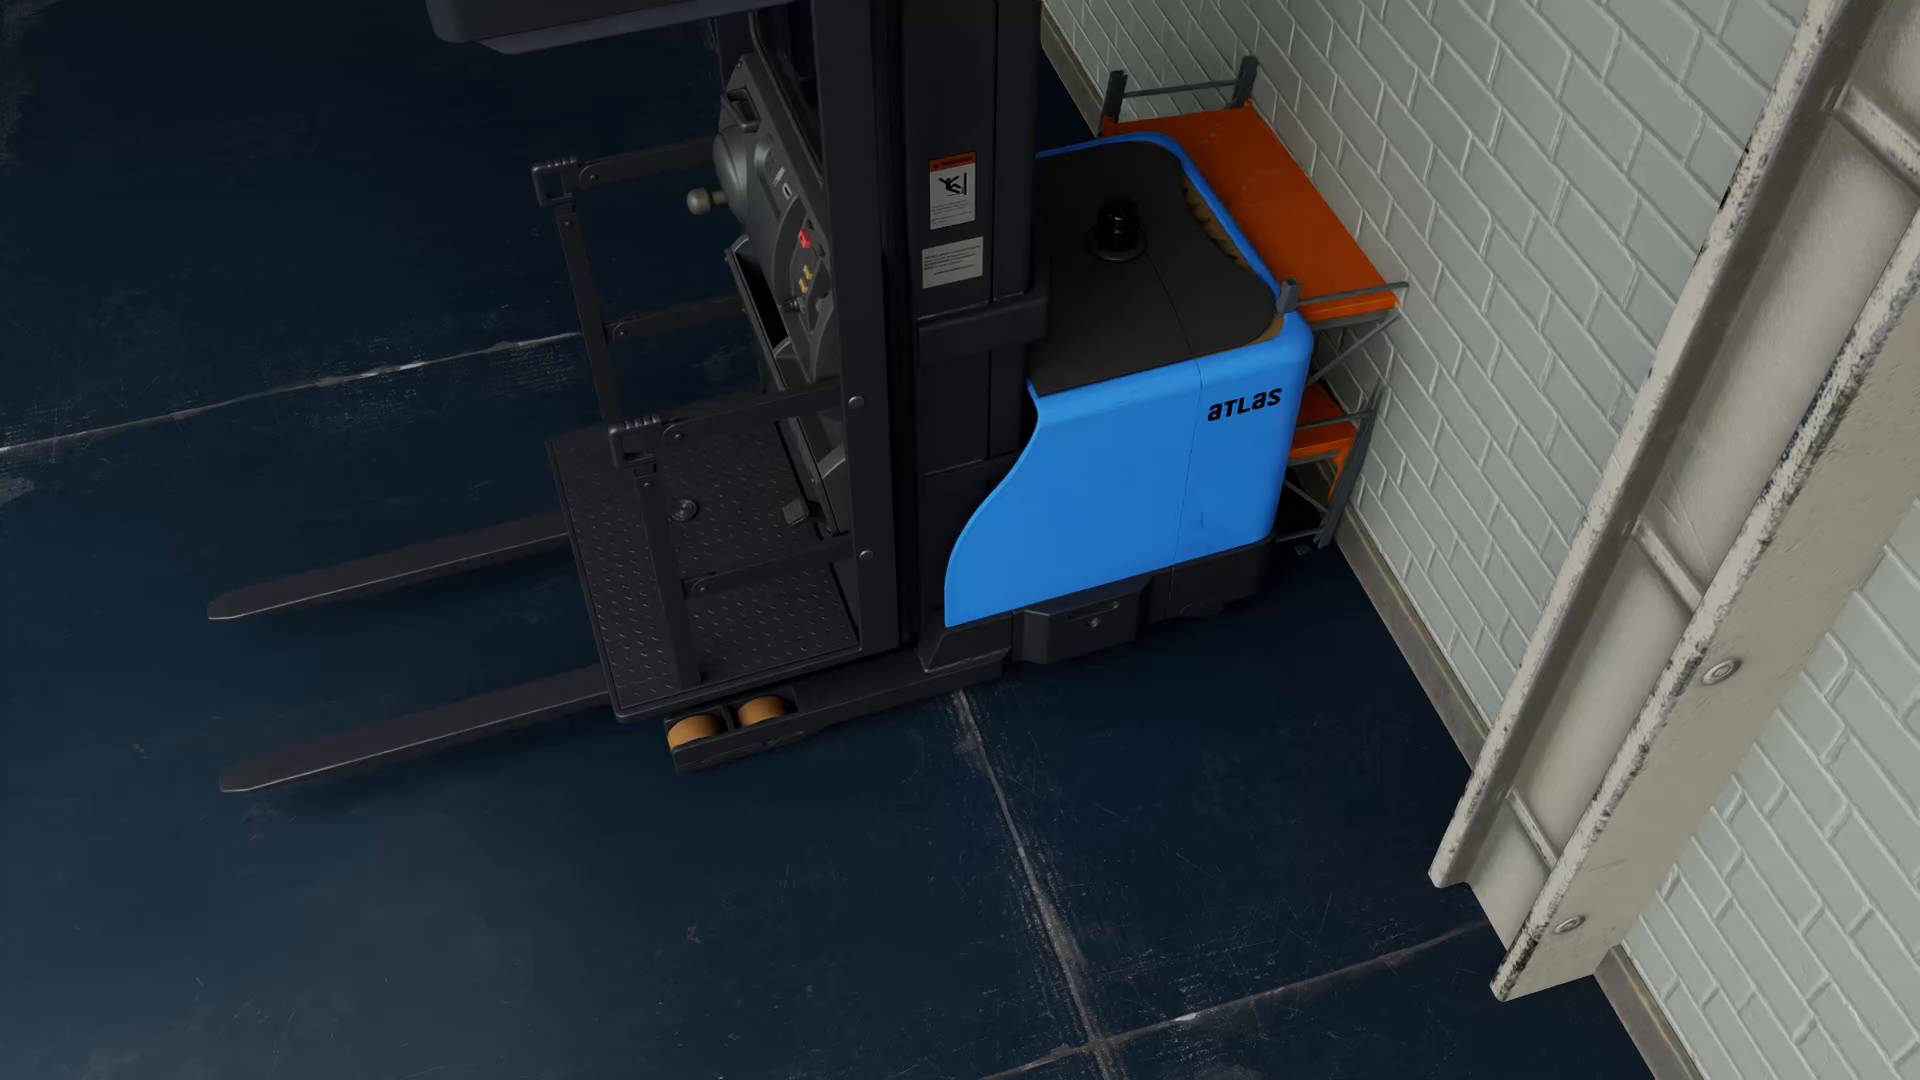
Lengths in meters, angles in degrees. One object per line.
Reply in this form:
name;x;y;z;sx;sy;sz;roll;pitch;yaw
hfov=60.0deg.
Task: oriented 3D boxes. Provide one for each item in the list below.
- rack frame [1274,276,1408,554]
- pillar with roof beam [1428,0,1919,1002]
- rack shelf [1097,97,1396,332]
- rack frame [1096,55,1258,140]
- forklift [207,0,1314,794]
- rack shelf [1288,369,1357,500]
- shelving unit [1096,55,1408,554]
rack frame;0.999;-0.326;4.771;0.500;1.125;0.032;-12;50;-21
pillar with roof beam;-2.645;-0.924;0.143;9.100;9.000;0.400;-13;51;-11
rack shelf;0.840;-0.882;4.869;0.538;0.278;1.000;-12;50;-21
rack frame;0.609;-1.035;5.386;0.500;1.125;0.032;-12;50;-21
forklift;-0.635;-0.754;3.969;3.031;2.935;1.130;-15;51;-12
rack shelf;0.774;-0.512;5.253;0.538;0.278;1.000;-12;50;-21
shelving unit;0.804;-0.680;5.078;0.538;1.125;1.048;-12;50;-21
